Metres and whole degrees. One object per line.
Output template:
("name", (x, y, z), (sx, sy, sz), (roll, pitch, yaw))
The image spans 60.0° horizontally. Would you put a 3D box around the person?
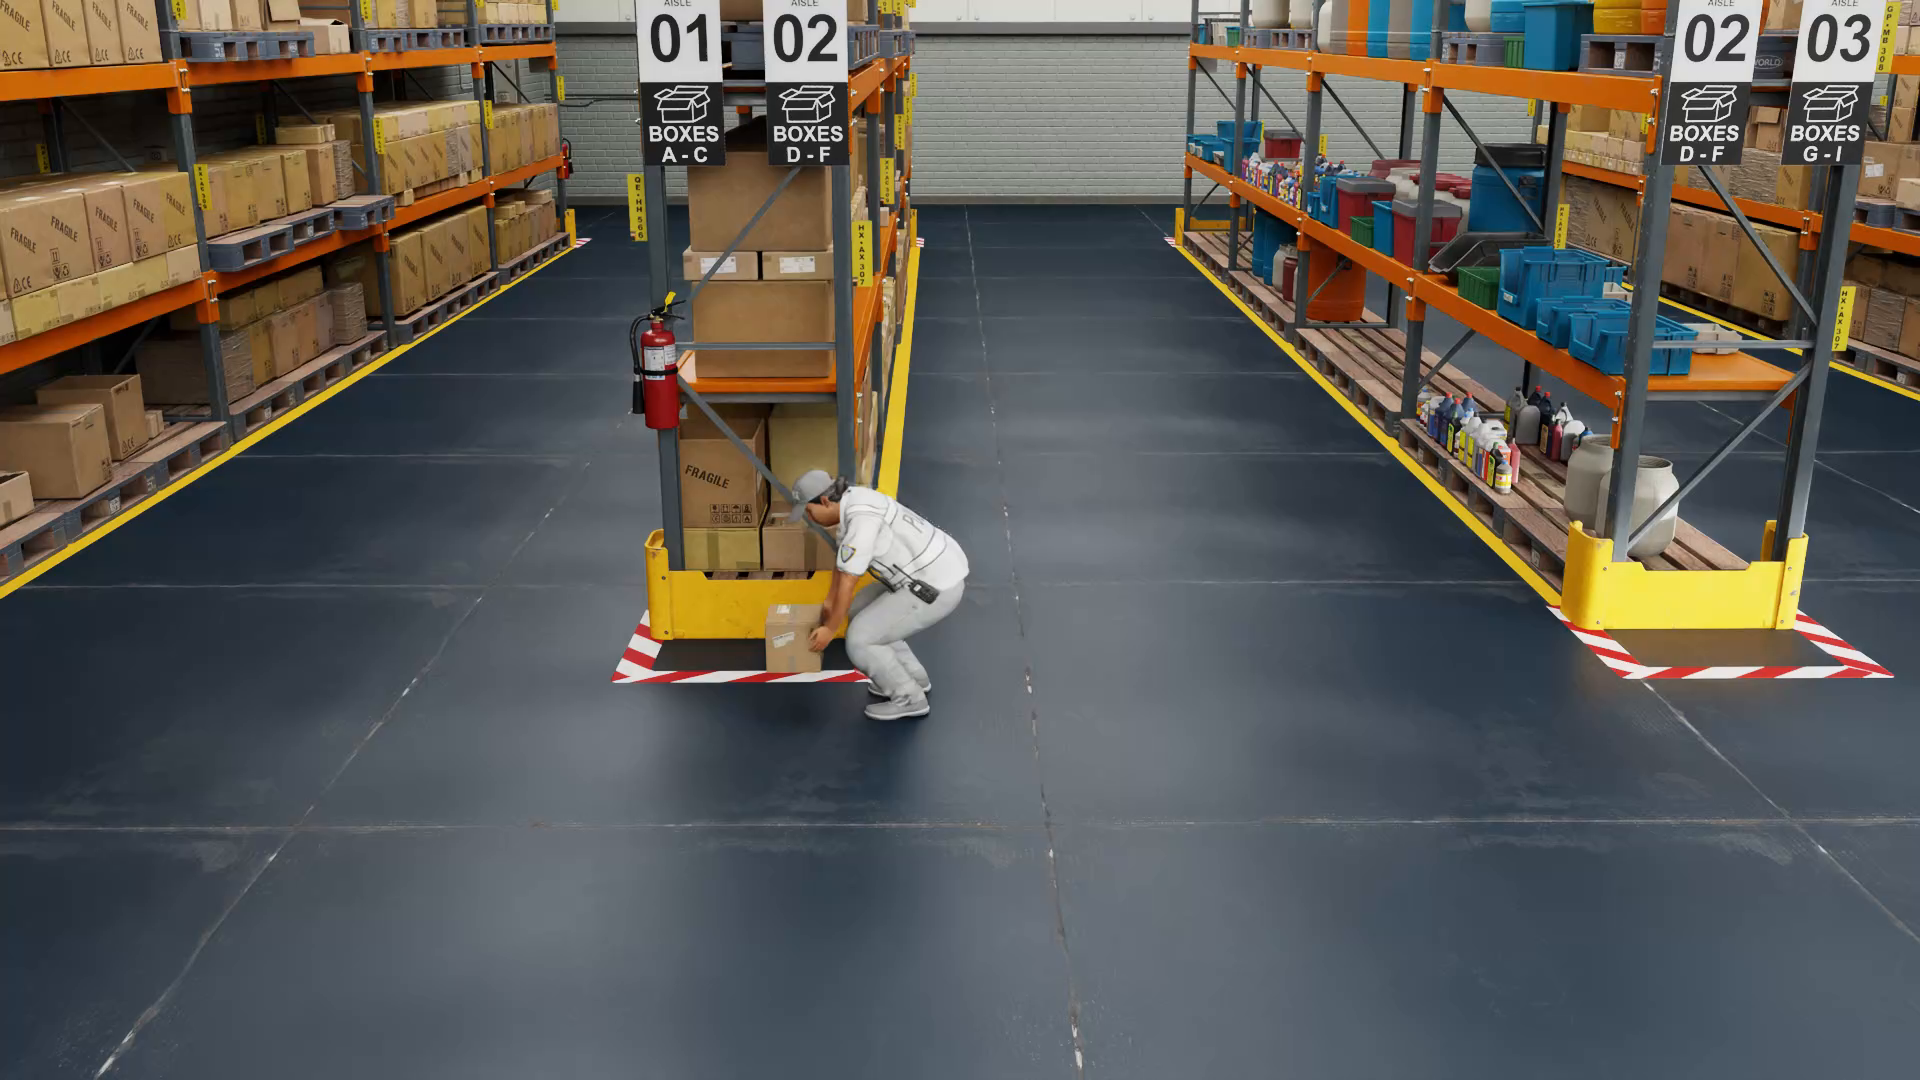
("person", (-0.367, 0.233, 7.659), (0.817, 1.158, 0.541), (0, 17, -1))
